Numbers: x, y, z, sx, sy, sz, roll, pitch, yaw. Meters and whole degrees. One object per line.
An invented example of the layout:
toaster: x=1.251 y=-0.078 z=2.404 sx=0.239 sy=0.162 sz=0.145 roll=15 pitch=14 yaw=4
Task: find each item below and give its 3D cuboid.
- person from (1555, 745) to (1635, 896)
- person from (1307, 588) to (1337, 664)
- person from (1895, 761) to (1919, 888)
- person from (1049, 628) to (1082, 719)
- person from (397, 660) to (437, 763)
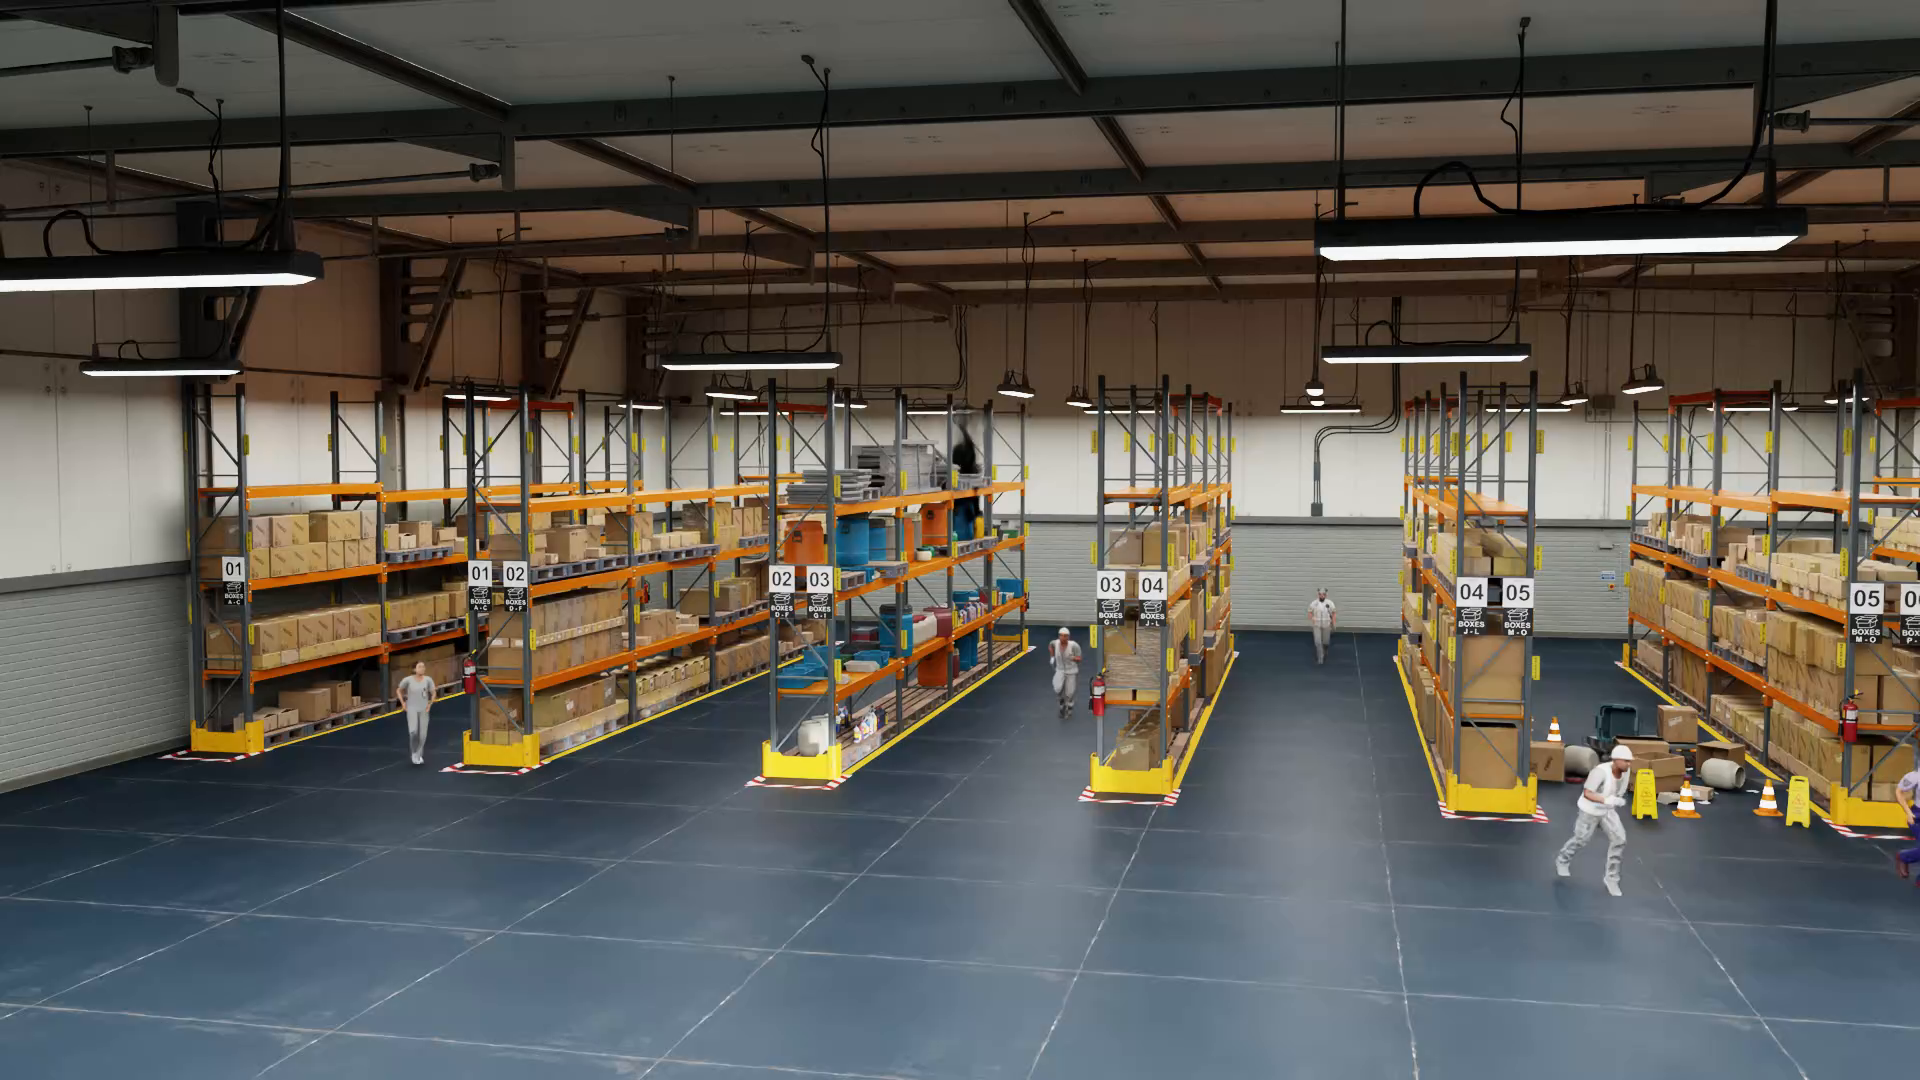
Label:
person: x=7.170 y=3.117 z=18.758 sx=0.730 sy=1.726 sz=1.033 roll=-2 pitch=4 yaw=-28
person: x=8.317 y=1.959 z=38.224 sx=0.664 sy=1.749 sz=0.608 roll=1 pitch=3 yaw=14
person: x=10.869 y=3.145 z=18.673 sx=0.620 sy=1.601 sz=0.555 roll=-1 pitch=3 yaw=-15
person: x=1.887 y=2.404 z=29.916 sx=0.643 sy=1.702 sz=0.880 roll=1 pitch=3 yaw=12
person: x=-8.483 y=2.689 z=26.026 sx=0.585 sy=1.635 sz=0.582 roll=-2 pitch=4 yaw=-25
